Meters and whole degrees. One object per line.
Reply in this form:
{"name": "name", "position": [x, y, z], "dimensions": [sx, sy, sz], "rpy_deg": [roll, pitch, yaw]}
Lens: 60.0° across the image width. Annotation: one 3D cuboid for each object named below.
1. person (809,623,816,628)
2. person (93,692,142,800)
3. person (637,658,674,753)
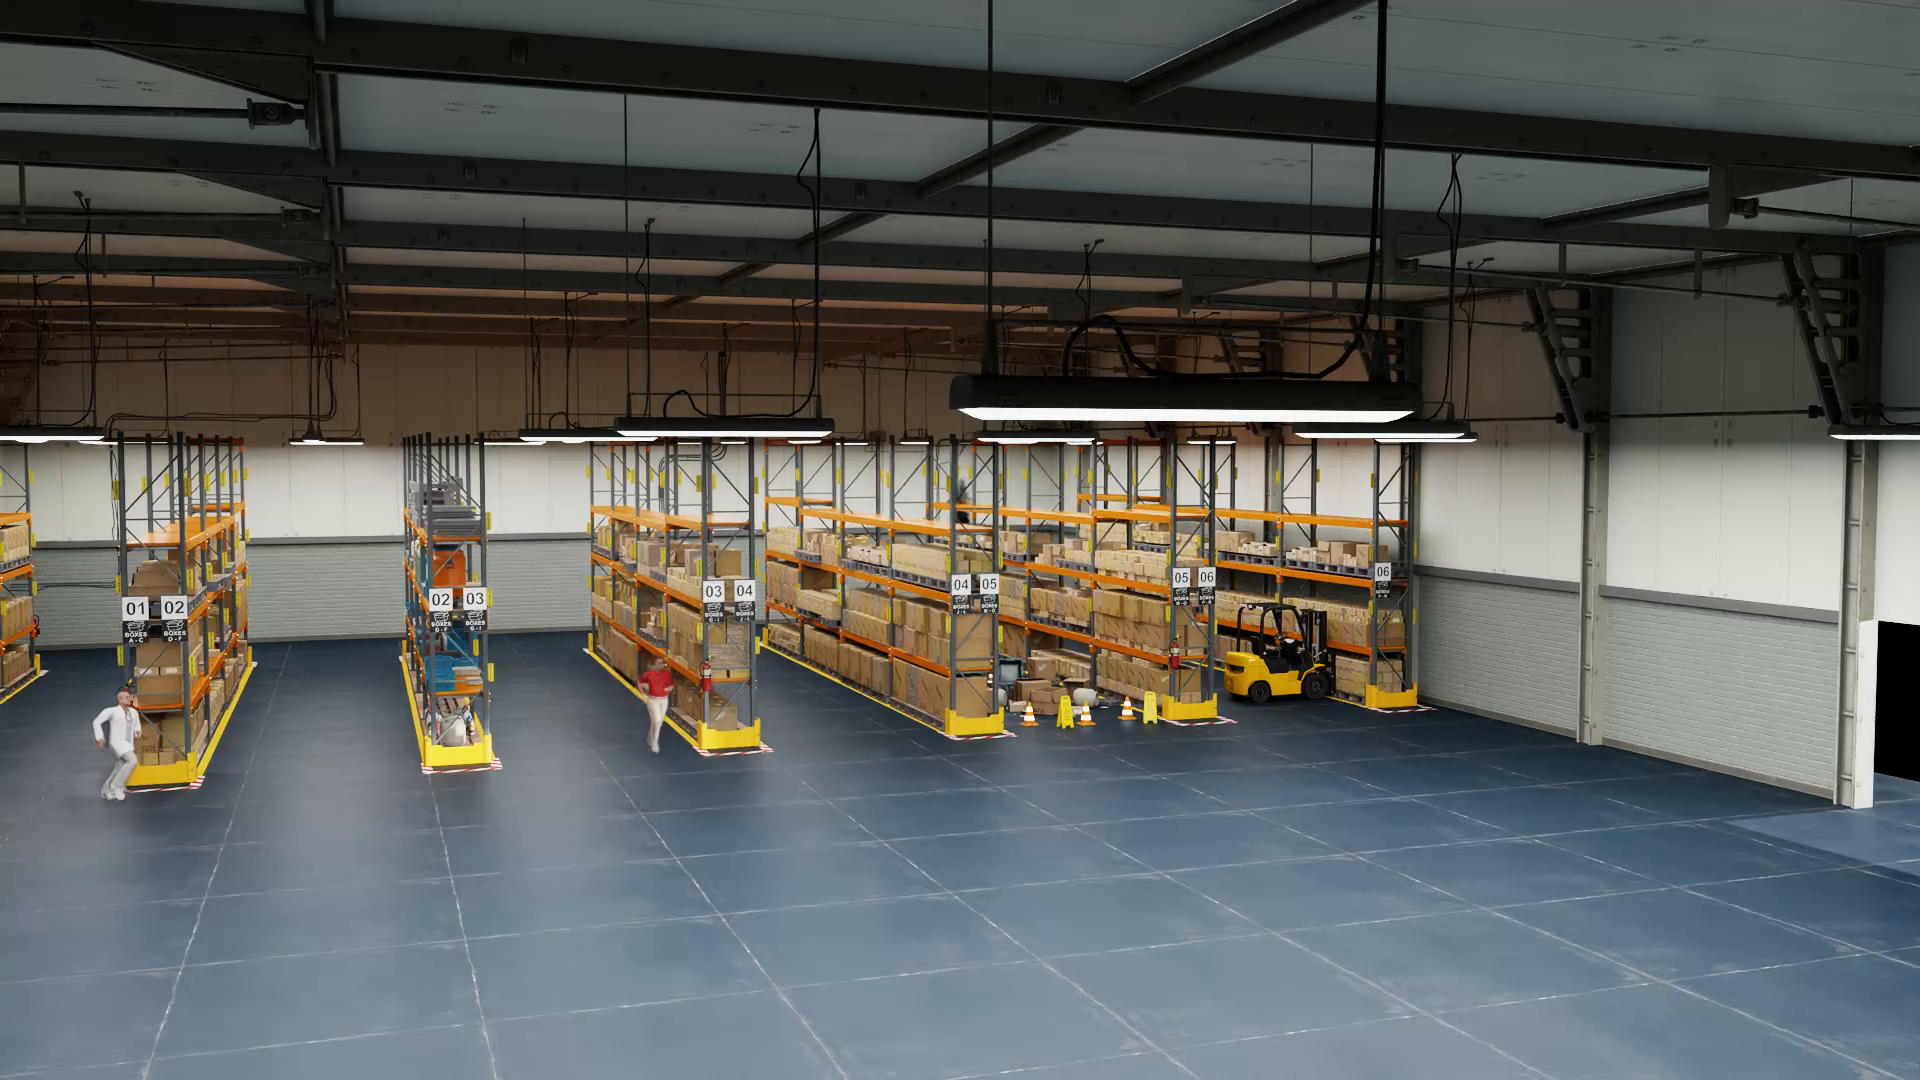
{"name": "person", "position": [-4.333, 2.113, 49.751], "dimensions": [0.715, 1.769, 0.651], "rpy_deg": [3, 4, 42]}
{"name": "person", "position": [-13.621, 3.340, 27.098], "dimensions": [0.683, 1.712, 0.695], "rpy_deg": [1, 3, 16]}
{"name": "person", "position": [-5.743, 3.130, 31.598], "dimensions": [0.640, 1.775, 0.711], "rpy_deg": [-2, 4, -38]}
